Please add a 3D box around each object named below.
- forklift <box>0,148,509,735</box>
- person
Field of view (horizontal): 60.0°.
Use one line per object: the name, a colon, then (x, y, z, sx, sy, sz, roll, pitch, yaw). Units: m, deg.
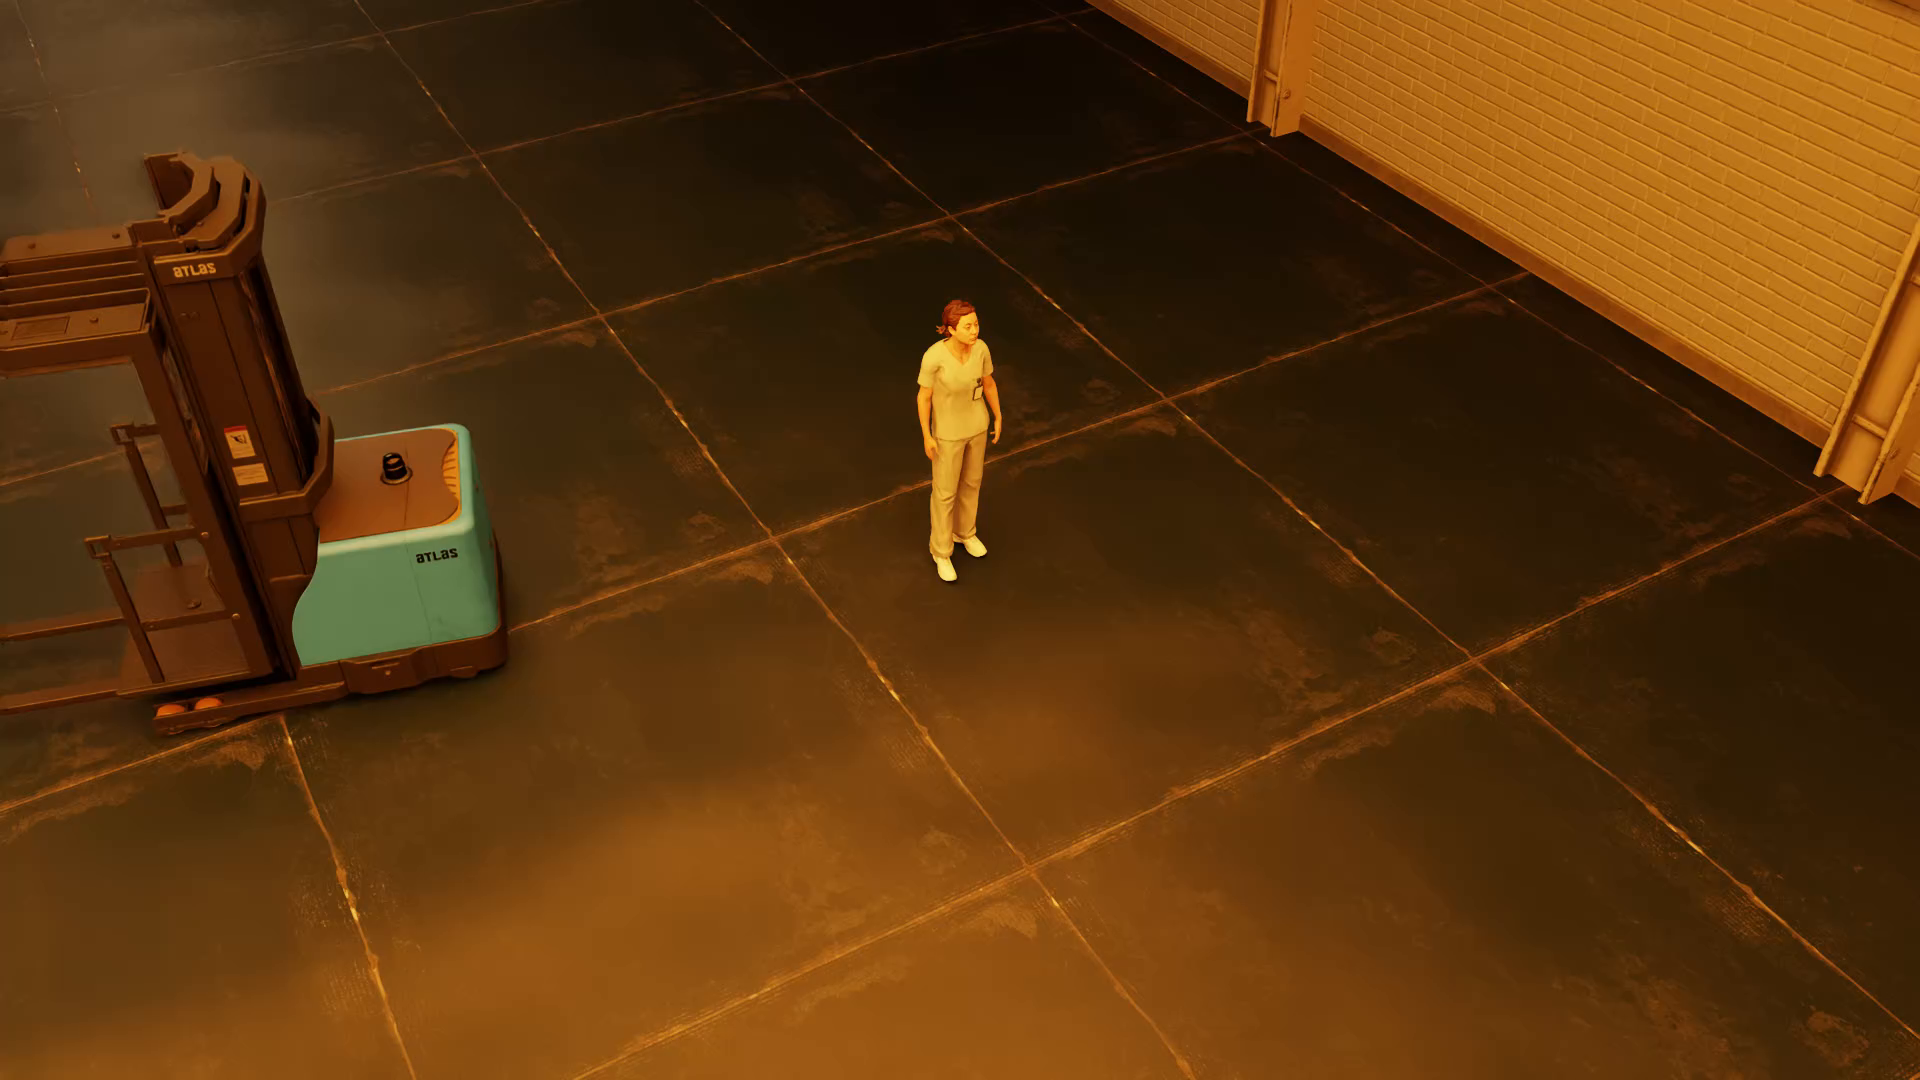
forklift: (-4.137, -0.445, 8.573, 3.031, 2.935, 1.130, -10, 41, -11)
person: (0.025, -0.605, 9.738, 0.549, 1.672, 0.548, -20, 44, -23)
